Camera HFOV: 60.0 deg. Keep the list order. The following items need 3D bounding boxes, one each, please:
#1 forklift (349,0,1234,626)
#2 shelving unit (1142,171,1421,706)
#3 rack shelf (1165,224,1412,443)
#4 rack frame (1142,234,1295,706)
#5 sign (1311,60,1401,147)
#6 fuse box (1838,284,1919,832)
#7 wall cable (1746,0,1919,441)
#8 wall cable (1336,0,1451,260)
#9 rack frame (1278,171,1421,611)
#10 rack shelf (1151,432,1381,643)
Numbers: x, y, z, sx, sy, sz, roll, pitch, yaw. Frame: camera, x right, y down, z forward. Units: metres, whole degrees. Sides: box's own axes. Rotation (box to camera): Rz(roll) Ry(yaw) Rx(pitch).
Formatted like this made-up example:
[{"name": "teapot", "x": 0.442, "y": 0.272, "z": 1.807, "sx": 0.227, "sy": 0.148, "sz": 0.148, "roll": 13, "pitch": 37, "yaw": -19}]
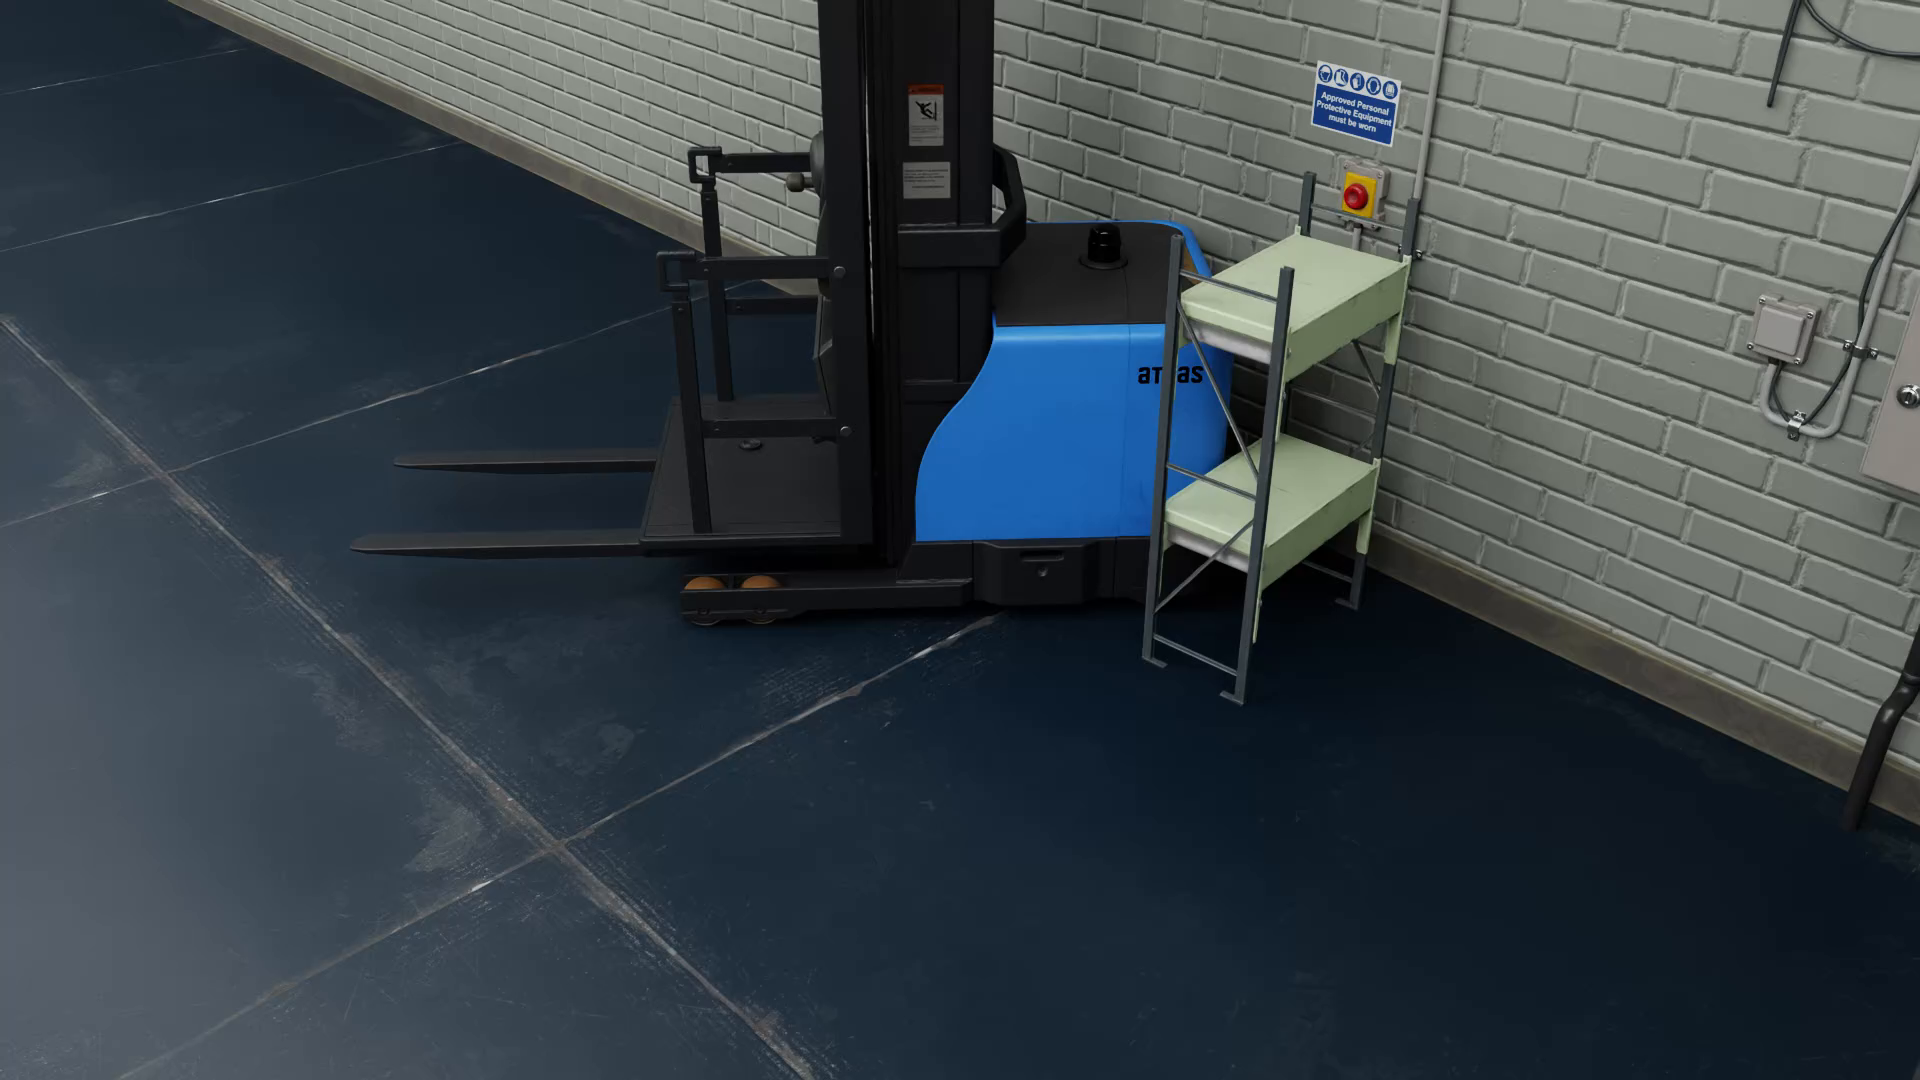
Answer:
[{"name": "forklift", "x": -0.624, "y": -1.237, "z": 5.463, "sx": 3.031, "sy": 2.935, "sz": 1.130, "roll": -1, "pitch": 31, "yaw": -2}, {"name": "shelving unit", "x": 1.010, "y": -0.320, "z": 5.335, "sx": 0.431, "sy": 1.500, "sz": 0.755, "roll": 24, "pitch": 39, "yaw": 34}, {"name": "rack shelf", "x": 1.010, "y": -0.653, "z": 5.132, "sx": 0.431, "sy": 0.370, "sz": 0.720, "roll": 24, "pitch": 39, "yaw": 34}, {"name": "rack frame", "x": 0.770, "y": -0.176, "z": 5.100, "sx": 0.400, "sy": 1.500, "sz": 0.023, "roll": 24, "pitch": 39, "yaw": 34}, {"name": "sign", "x": 1.296, "y": -1.433, "z": 5.460, "sx": 0.001, "sy": 0.218, "sz": 0.327, "roll": -26, "pitch": 40, "yaw": -35}, {"name": "fuse box", "x": 2.605, "y": 0.127, "z": 4.402, "sx": 0.414, "sy": 1.711, "sz": 0.539, "roll": -26, "pitch": 40, "yaw": -35}, {"name": "wall cable", "x": 2.256, "y": -1.173, "z": 4.319, "sx": 0.122, "sy": 1.984, "sz": 0.588, "roll": -26, "pitch": 40, "yaw": -35}, {"name": "wall cable", "x": 1.284, "y": -1.725, "z": 5.191, "sx": 0.123, "sy": 1.953, "sz": 0.585, "roll": -26, "pitch": 40, "yaw": -35}, {"name": "rack frame", "x": 1.251, "y": -0.464, "z": 5.571, "sx": 0.400, "sy": 1.500, "sz": 0.023, "roll": 24, "pitch": 39, "yaw": 34}, {"name": "rack shelf", "x": 1.010, "y": -0.042, "z": 5.505, "sx": 0.431, "sy": 0.370, "sz": 0.720, "roll": 24, "pitch": 39, "yaw": 34}]
